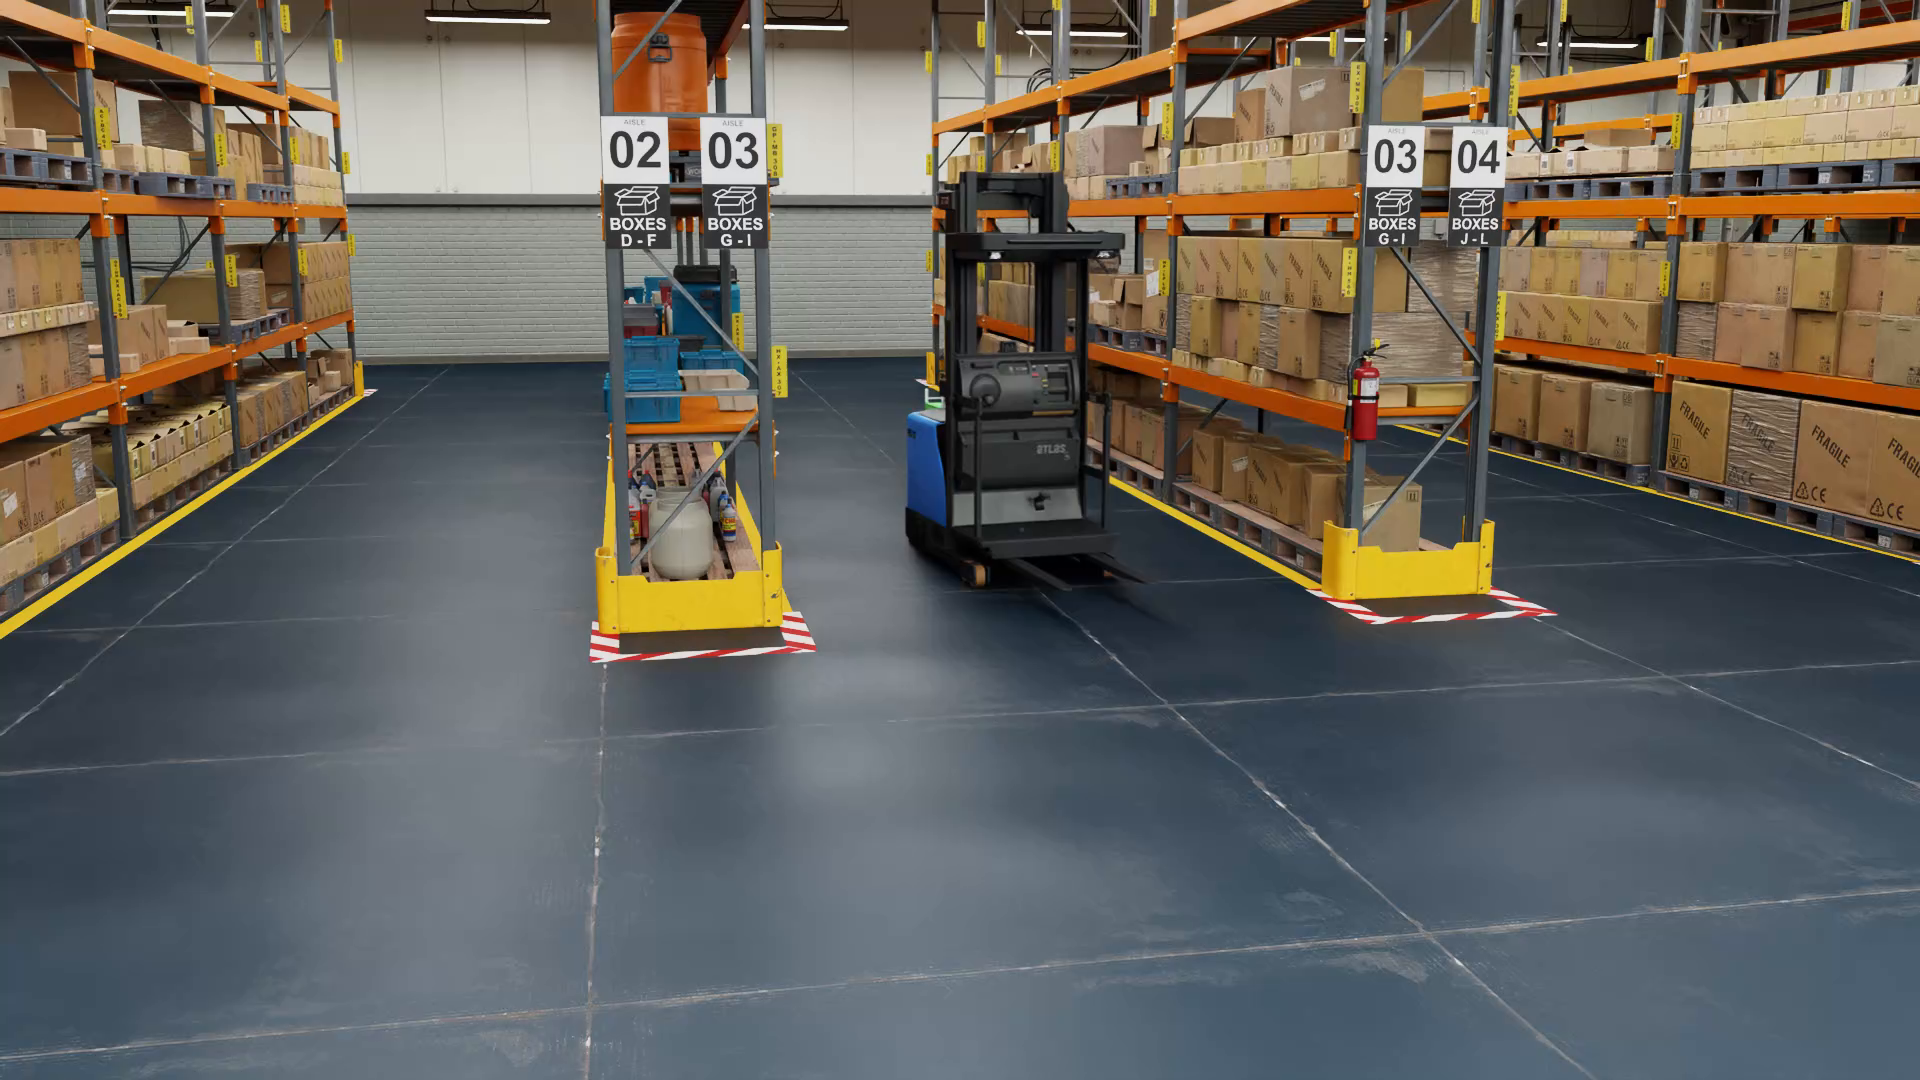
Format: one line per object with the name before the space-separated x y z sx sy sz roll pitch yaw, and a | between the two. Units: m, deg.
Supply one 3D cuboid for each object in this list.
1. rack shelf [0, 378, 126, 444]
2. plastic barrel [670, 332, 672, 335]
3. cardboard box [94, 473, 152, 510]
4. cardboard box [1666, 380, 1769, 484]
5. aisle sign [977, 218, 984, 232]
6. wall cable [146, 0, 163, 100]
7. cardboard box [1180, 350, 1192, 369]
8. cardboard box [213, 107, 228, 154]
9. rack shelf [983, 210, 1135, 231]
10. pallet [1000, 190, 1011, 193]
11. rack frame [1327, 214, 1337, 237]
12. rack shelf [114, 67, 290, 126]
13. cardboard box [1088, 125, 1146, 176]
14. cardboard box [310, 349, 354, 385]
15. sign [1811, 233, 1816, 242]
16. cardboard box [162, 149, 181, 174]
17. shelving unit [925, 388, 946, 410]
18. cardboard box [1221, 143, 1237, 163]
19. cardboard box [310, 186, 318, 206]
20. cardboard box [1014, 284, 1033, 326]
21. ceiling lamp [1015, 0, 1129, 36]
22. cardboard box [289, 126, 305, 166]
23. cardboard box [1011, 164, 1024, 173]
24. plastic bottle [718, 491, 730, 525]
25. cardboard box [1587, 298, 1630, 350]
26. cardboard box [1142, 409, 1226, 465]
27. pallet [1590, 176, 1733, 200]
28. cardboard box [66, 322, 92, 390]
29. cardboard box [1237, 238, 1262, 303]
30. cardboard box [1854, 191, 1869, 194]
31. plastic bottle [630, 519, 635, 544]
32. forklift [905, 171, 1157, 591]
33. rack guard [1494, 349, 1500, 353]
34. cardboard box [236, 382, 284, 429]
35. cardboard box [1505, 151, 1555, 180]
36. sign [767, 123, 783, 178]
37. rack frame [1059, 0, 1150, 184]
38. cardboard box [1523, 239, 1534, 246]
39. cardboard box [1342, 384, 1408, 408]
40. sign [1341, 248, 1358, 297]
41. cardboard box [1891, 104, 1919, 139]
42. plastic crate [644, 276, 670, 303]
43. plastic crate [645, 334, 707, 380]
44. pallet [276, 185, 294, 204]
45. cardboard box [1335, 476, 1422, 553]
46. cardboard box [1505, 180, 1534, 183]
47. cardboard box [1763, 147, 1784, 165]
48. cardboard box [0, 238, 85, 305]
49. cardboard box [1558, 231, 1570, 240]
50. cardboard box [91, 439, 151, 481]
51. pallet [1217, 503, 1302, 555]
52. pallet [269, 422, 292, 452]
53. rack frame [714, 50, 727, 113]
rack shelf | -6.936 -0.748 11.527 1.077 0.370 4.000 -2 11 -11
plastic barrel | -2.573 -1.828 15.647 0.301 0.262 0.301 0 11 0
cardboard box | -7.161 -0.407 14.041 0.500 0.250 0.500 -2 11 -12
cardboard box | 7.331 -1.034 15.666 0.875 0.875 0.875 -2 11 -10
aisle sign | 0.339 -5.330 26.723 0.394 0.787 0.004 -2 11 -11
wall cable | -12.613 -8.540 29.293 3.097 2.526 0.112 -2 11 -11
cardboard box | 2.175 -1.607 14.792 0.380 0.149 0.250 -2 11 -11
cardboard box | -8.380 -4.483 18.263 0.500 0.500 0.500 -2 11 -11
rack shelf | 1.226 -4.048 20.845 1.077 0.370 4.000 -2 11 -11
pallet | 1.063 -4.508 21.848 0.805 0.209 1.217 -3 11 -13
rack frame | 5.721 -3.457 23.835 1.000 3.000 0.127 -2 11 -11
rack shelf | -8.492 -4.966 18.712 1.077 0.370 4.000 -2 11 -11
cardboard box | 1.653 -4.049 17.319 0.500 0.500 0.500 -2 11 -13
cardboard box | -9.312 -2.566 24.666 0.500 0.500 0.500 -2 11 -11
sign | 15.196 -5.311 29.634 0.100 0.325 0.005 -2 11 -11
cardboard box | -7.840 -3.631 16.008 0.500 0.250 0.500 -2 11 -9
shelving unit | -0.106 -0.646 13.883 0.258 1.200 0.503 -3 11 -17
cardboard box | 2.360 -3.160 13.590 0.380 0.149 0.250 -2 11 -12
cardboard box | -8.922 -4.617 22.310 0.500 0.250 0.500 -2 11 -11
cardboard box | 0.982 -2.972 21.021 0.500 0.500 0.500 -2 11 -10
ceiling lamp | 2.024 -10.428 28.804 2.000 3.185 0.800 -2 11 -11
cardboard box | -8.971 -5.134 21.683 0.700 0.500 0.500 -2 11 -11
cardboard box | 0.962 -4.726 21.599 0.500 0.311 0.500 -3 11 -13
plastic bottle | -1.860 -0.252 13.118 0.097 0.271 0.097 0 11 0
cardboard box | 6.815 -2.217 17.056 0.500 0.500 0.500 -2 11 -12
cardboard box | 2.220 -1.017 16.528 0.700 0.500 0.500 -2 11 -11
pallet | 7.051 -3.535 16.738 0.805 0.209 1.217 -3 11 -13
cardboard box | -7.233 -1.436 12.951 0.700 0.500 0.500 -2 11 -12
cardboard box | 2.534 -2.148 13.220 0.500 0.500 0.500 -2 11 -11
cardboard box | 11.230 -4.208 20.431 0.380 0.149 0.250 -2 11 -11
plastic bottle | -2.475 -0.076 12.382 0.097 0.201 0.097 0 11 0
forklift | 0.509 -1.185 12.082 1.130 2.935 3.031 -4 11 -18
rack guard | 9.775 -3.165 28.990 1.175 0.500 0.348 -2 11 -11
cardboard box | -8.218 -1.567 19.417 0.500 0.500 0.500 -3 11 -13
cardboard box | 6.424 -4.267 18.921 0.500 0.311 0.500 -2 11 -11
sign | -1.147 -2.411 10.295 0.100 0.325 0.005 -2 11 -11
rack frame | 1.615 -5.508 18.570 1.000 3.000 0.127 -2 11 -11
cardboard box | 9.701 -4.736 27.617 0.500 0.500 0.500 -2 11 -13
cardboard box | 2.913 -1.015 11.680 0.380 0.149 0.250 -2 11 -11
sign | 2.622 -1.802 11.197 0.100 0.325 0.005 -2 11 -11
cardboard box | 7.590 -3.229 12.830 0.500 0.250 0.500 -2 11 -11
plastic crate | -4.551 -3.841 25.597 0.616 0.435 0.499 -2 11 -11
plastic crate | -2.489 -1.516 13.807 0.767 0.338 0.504 -2 11 -11
pallet | -8.823 -4.194 20.191 1.213 0.211 1.003 -2 11 -11
cardboard box | 3.065 -0.187 12.221 0.500 0.500 0.500 0 11 0
cardboard box | 6.649 -4.360 20.292 0.500 0.500 0.500 -2 11 -11
cardboard box | 7.215 -3.329 14.425 0.380 0.149 0.250 -2 11 -12
cardboard box | -7.233 -2.073 12.830 0.700 0.500 0.500 -2 11 -11
cardboard box | 9.837 -4.887 26.672 0.380 0.149 0.250 -2 11 -12
cardboard box | -7.161 -0.684 13.998 0.500 0.311 0.500 -2 11 -11
pallet | 2.799 -0.112 13.718 1.003 0.211 1.213 -2 11 -11
pallet | -8.445 -1.193 19.402 1.003 0.211 1.213 -2 11 -11
rack frame | -2.466 -4.595 13.769 1.000 3.000 0.127 -2 11 -11
